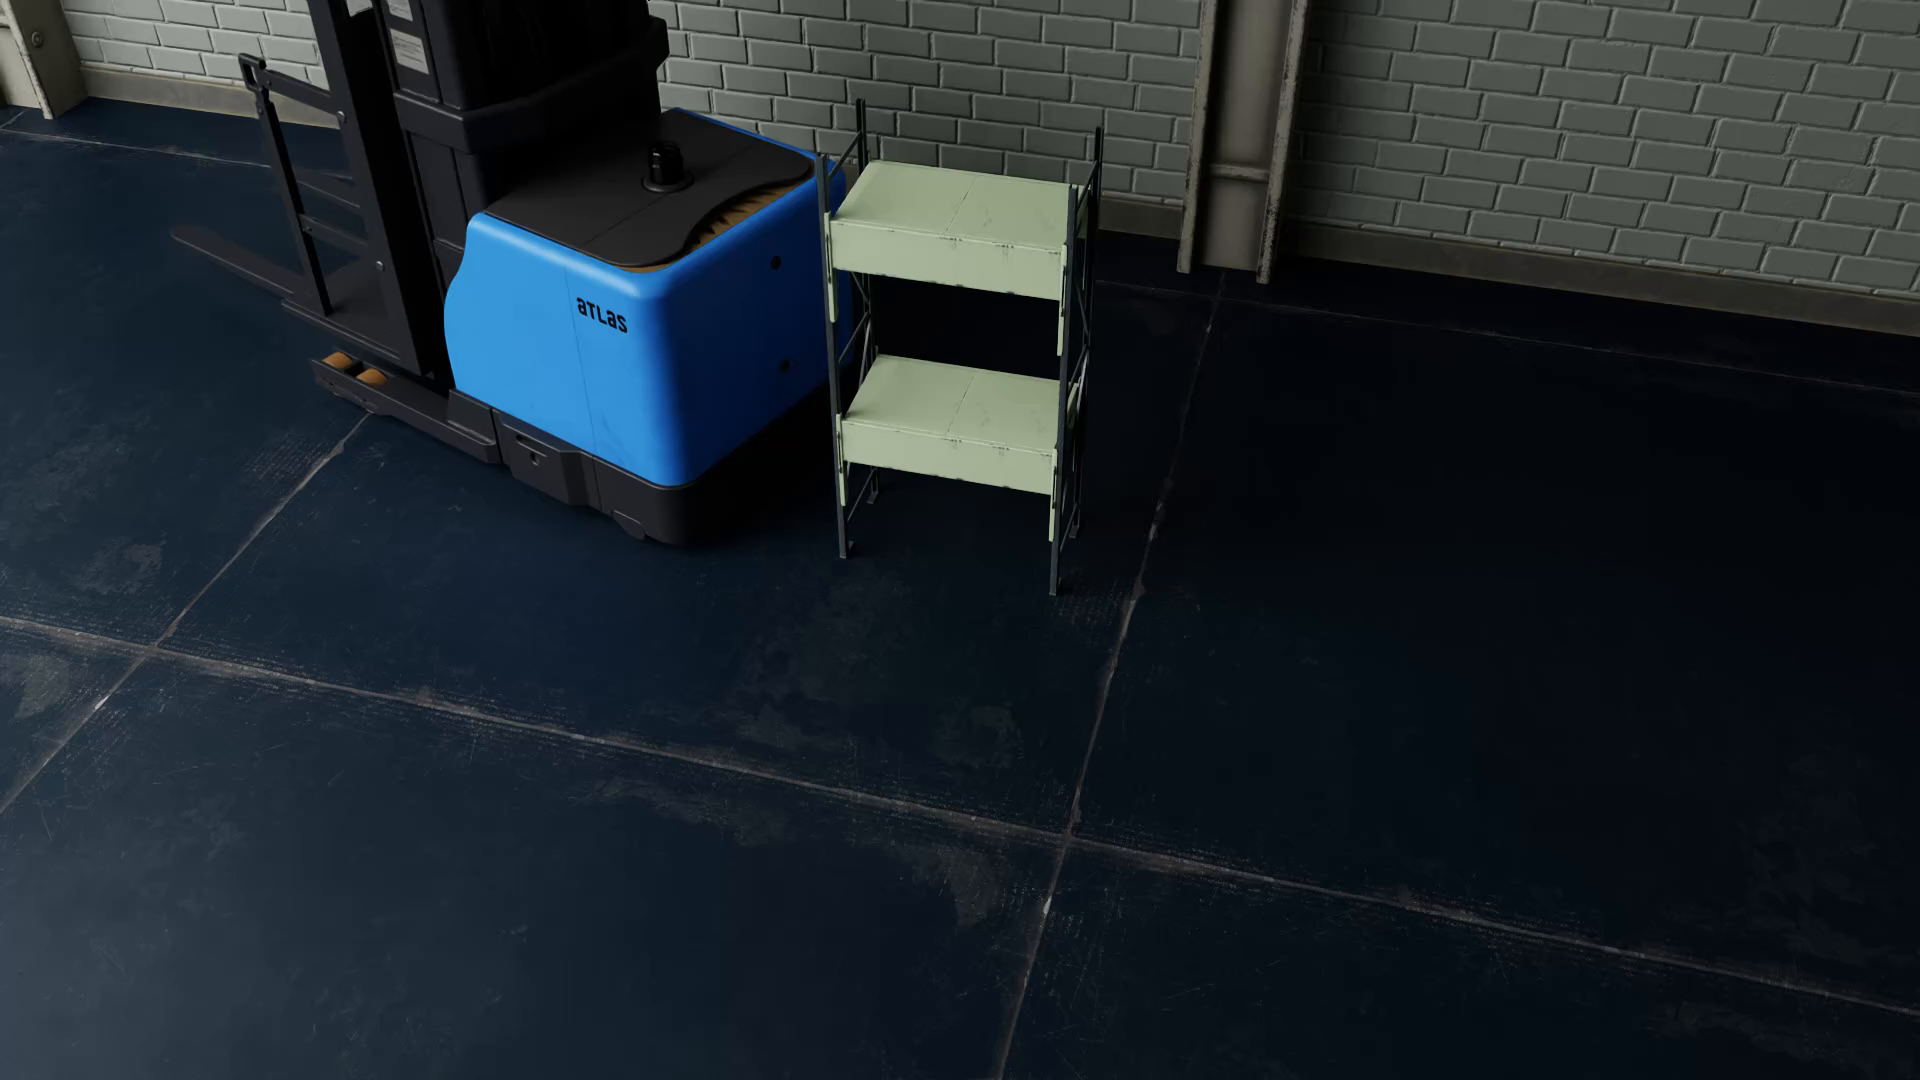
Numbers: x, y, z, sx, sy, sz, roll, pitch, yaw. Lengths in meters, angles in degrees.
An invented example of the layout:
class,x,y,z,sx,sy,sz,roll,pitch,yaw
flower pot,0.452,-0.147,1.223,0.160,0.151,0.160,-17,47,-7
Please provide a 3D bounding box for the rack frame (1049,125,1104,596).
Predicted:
class,x,y,z,sx,sy,sz,roll,pitch,yaw
rack frame,0.360,-0.512,5.194,0.023,1.500,0.400,10,41,11

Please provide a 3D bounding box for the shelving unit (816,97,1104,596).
class,x,y,z,sx,sy,sz,roll,pitch,yaw
shelving unit,0.006,-0.573,5.266,0.755,1.500,0.431,10,41,11

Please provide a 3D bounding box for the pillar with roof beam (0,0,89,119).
class,x,y,z,sx,sy,sz,roll,pitch,yaw
pillar with roof beam,-5.750,-2.981,2.302,0.400,9.000,9.100,10,41,11

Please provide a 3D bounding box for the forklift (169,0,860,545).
class,x,y,z,sx,sy,sz,roll,pitch,yaw
forklift,-1.868,-1.857,5.682,3.031,2.935,1.130,24,46,26

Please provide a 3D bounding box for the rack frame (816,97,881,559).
class,x,y,z,sx,sy,sz,roll,pitch,yaw
rack frame,-0.347,-0.634,5.339,0.023,1.500,0.400,10,41,11

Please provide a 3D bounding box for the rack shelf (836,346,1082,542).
class,x,y,z,sx,sy,sz,roll,pitch,yaw
rack shelf,0.006,-0.324,5.476,0.720,0.370,0.431,10,41,11

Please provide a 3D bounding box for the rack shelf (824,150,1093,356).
class,x,y,z,sx,sy,sz,roll,pitch,yaw
rack shelf,0.006,-0.872,5.015,0.720,0.370,0.431,10,41,11

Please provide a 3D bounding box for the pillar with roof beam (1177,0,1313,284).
class,x,y,z,sx,sy,sz,roll,pitch,yaw
pillar with roof beam,0.046,-1.983,1.114,0.400,9.000,9.100,10,41,11
